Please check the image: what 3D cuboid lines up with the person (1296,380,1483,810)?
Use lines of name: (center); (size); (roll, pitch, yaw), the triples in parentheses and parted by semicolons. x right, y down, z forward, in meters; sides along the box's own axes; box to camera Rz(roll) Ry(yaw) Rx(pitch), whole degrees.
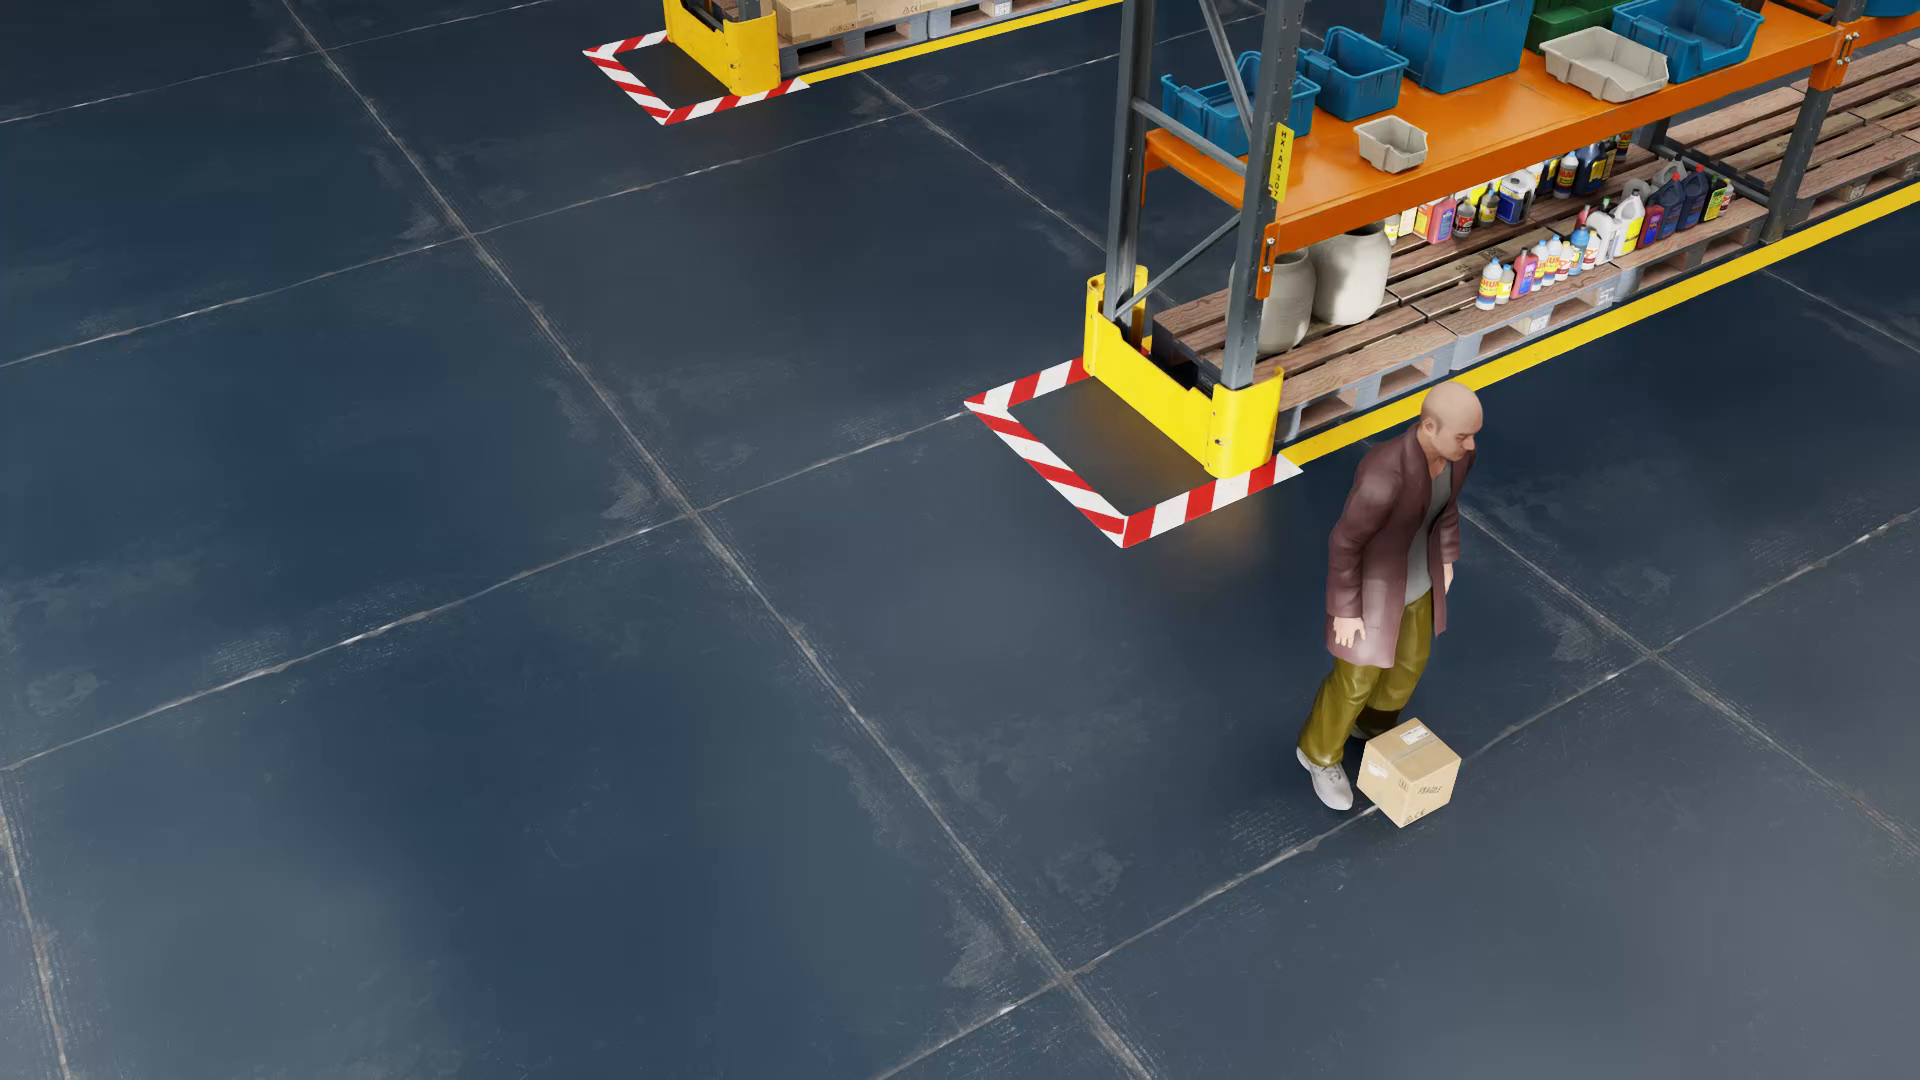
person: (1.561, 0.163, 5.977); (0.643, 1.772, 0.429); (-24, 46, -26)
